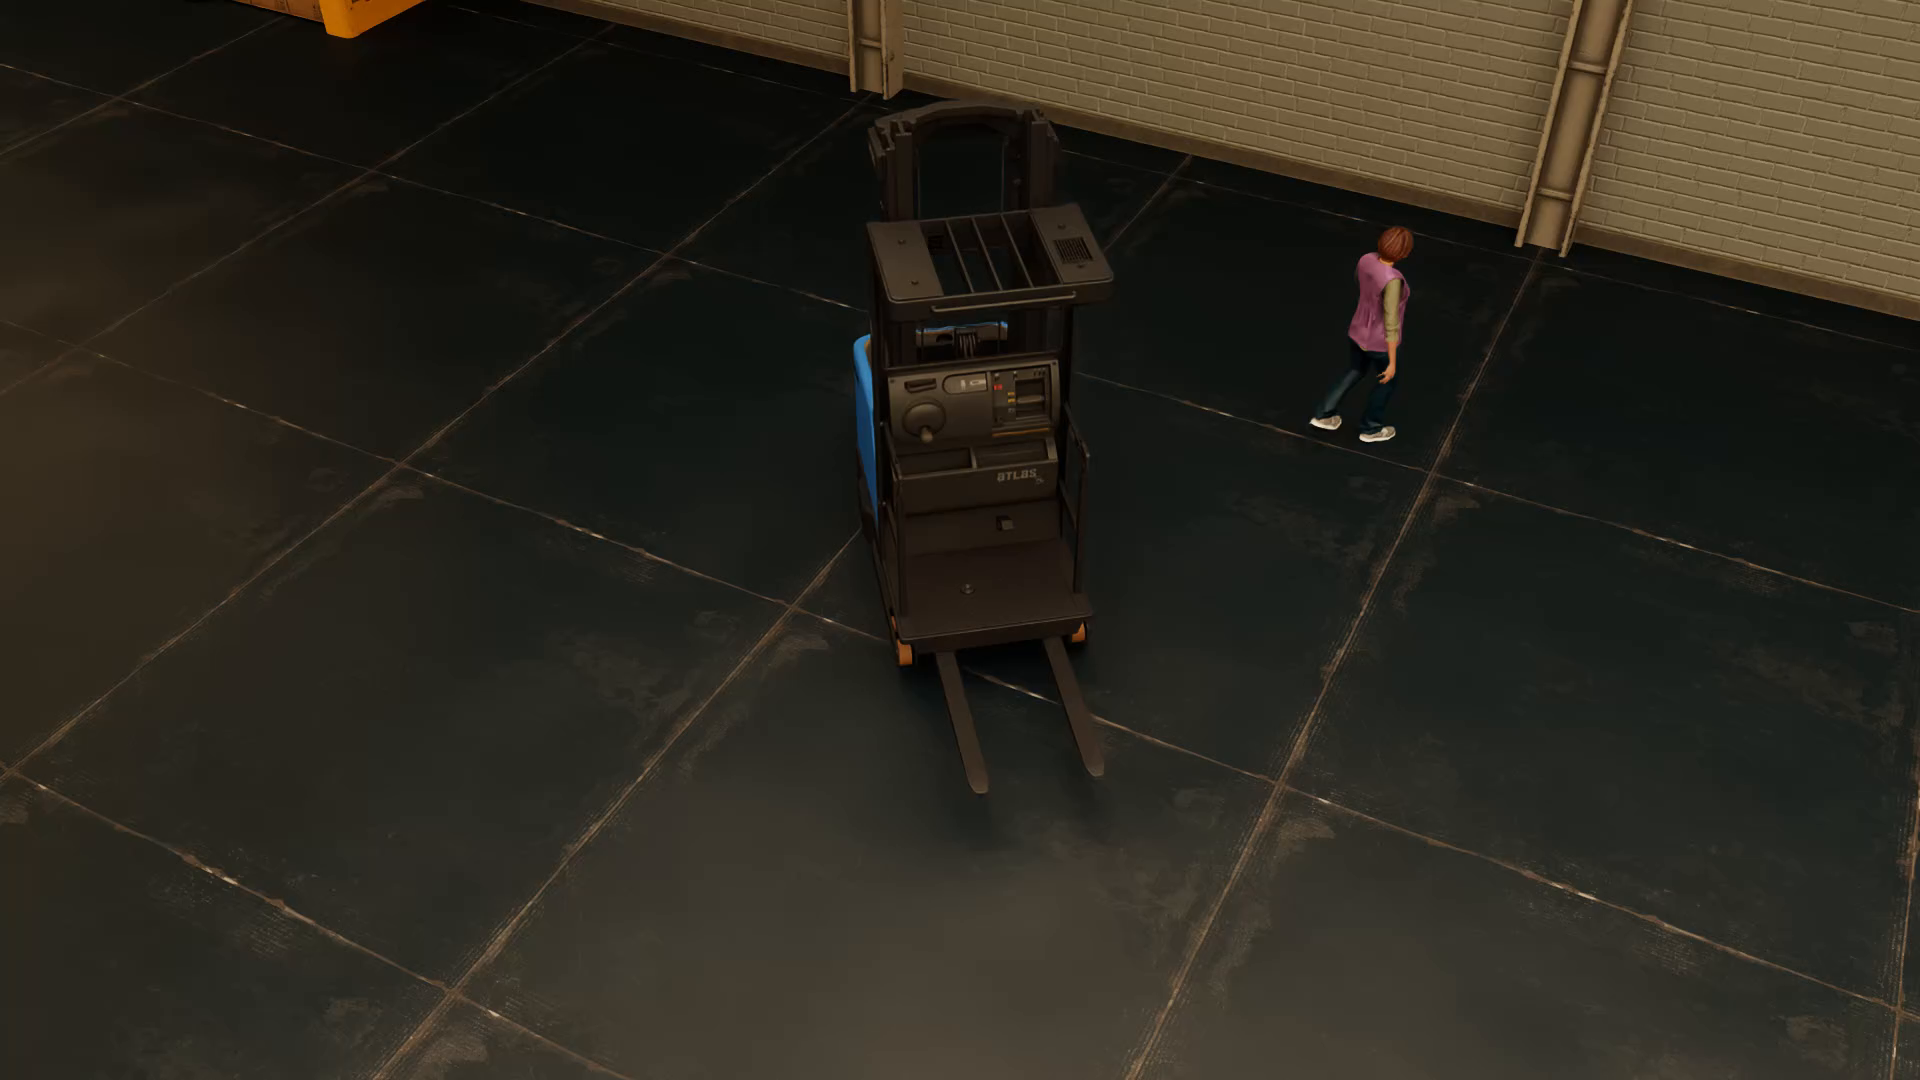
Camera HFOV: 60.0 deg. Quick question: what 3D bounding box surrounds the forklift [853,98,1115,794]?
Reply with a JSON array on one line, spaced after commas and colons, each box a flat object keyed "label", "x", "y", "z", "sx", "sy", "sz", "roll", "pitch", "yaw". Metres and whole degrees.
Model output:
[{"label": "forklift", "x": 0.121, "y": -0.667, "z": 8.779, "sx": 1.130, "sy": 2.935, "sz": 3.031, "roll": -7, "pitch": 41, "yaw": -8}]

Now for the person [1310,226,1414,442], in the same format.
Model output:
[{"label": "person", "x": 2.635, "y": -1.275, "z": 10.558, "sx": 0.628, "sy": 1.581, "sz": 0.722, "roll": -17, "pitch": 43, "yaw": -20}]
